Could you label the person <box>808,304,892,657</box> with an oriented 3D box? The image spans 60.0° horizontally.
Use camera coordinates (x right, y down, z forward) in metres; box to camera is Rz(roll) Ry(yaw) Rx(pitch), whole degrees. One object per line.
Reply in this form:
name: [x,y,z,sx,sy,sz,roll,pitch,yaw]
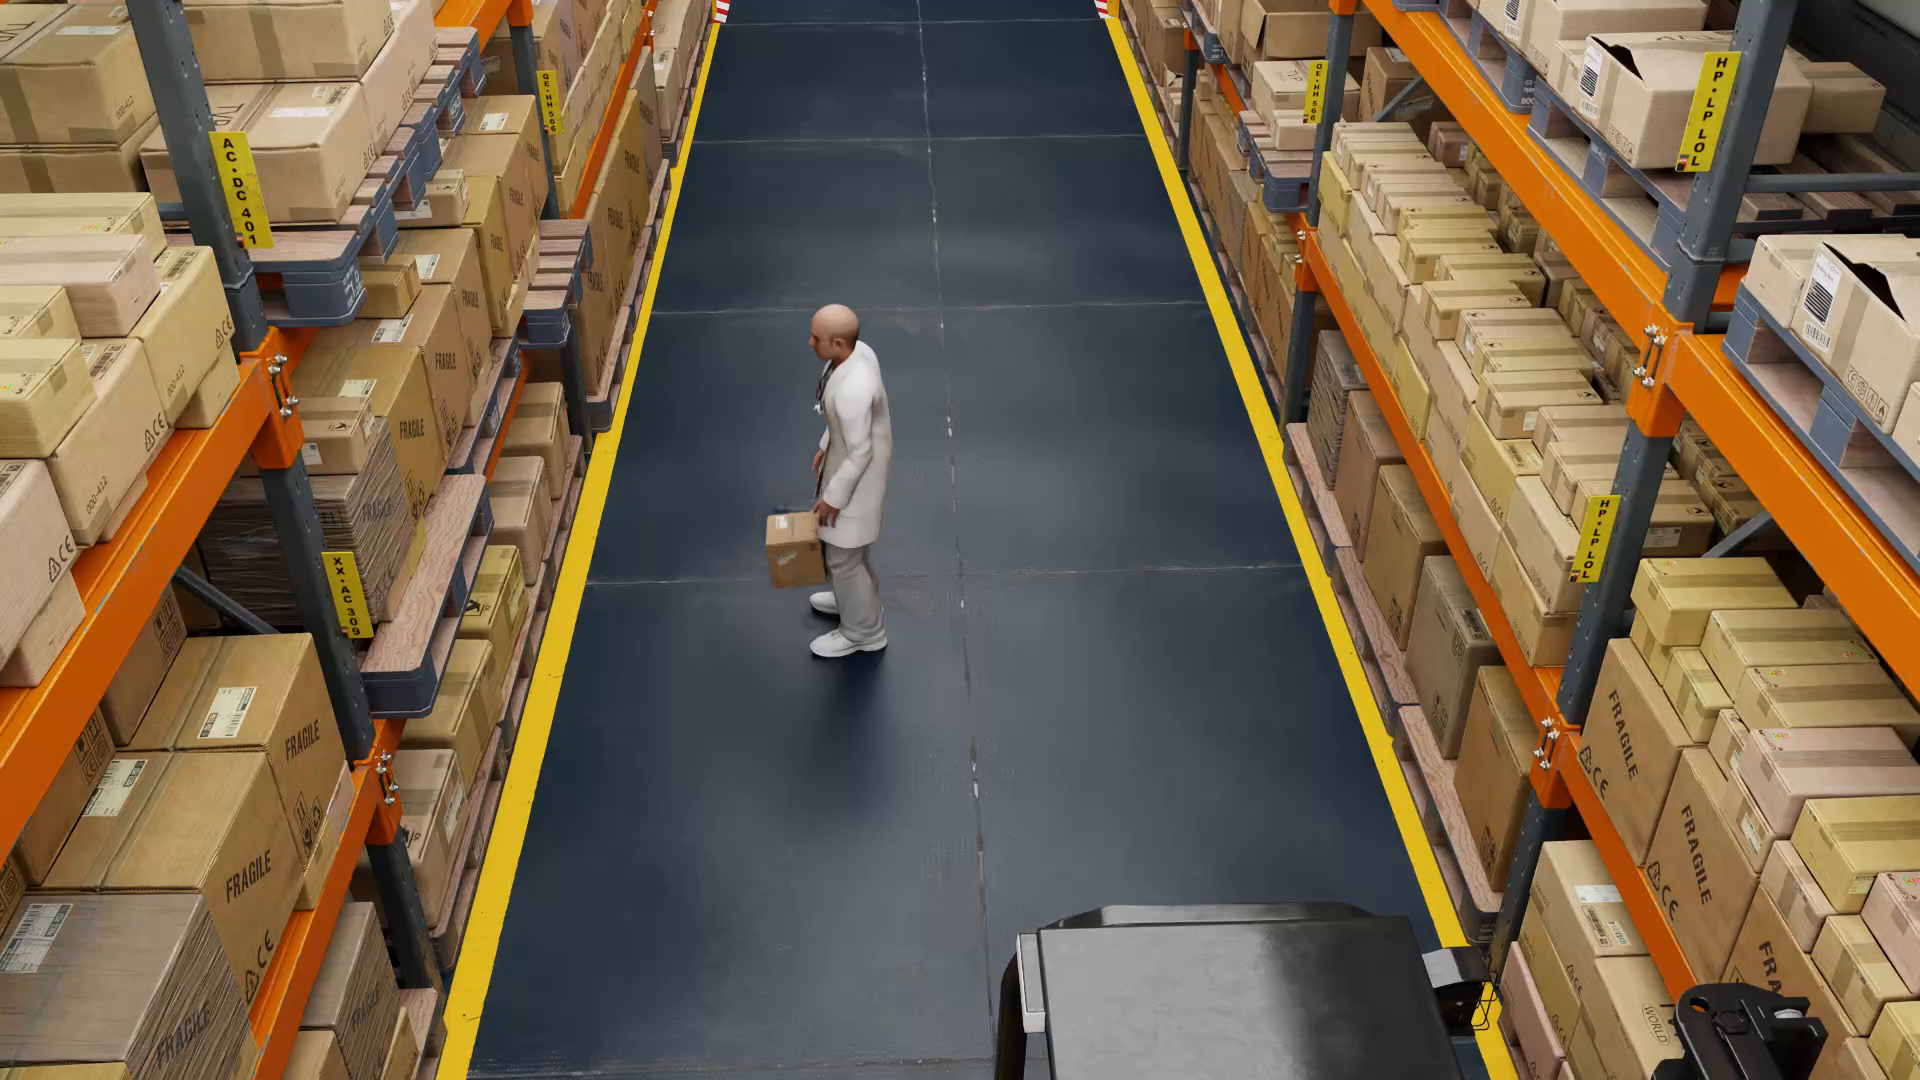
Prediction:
person: [-0.519,-0.276,7.605,0.421,1.777,0.591,-2,35,-3]
